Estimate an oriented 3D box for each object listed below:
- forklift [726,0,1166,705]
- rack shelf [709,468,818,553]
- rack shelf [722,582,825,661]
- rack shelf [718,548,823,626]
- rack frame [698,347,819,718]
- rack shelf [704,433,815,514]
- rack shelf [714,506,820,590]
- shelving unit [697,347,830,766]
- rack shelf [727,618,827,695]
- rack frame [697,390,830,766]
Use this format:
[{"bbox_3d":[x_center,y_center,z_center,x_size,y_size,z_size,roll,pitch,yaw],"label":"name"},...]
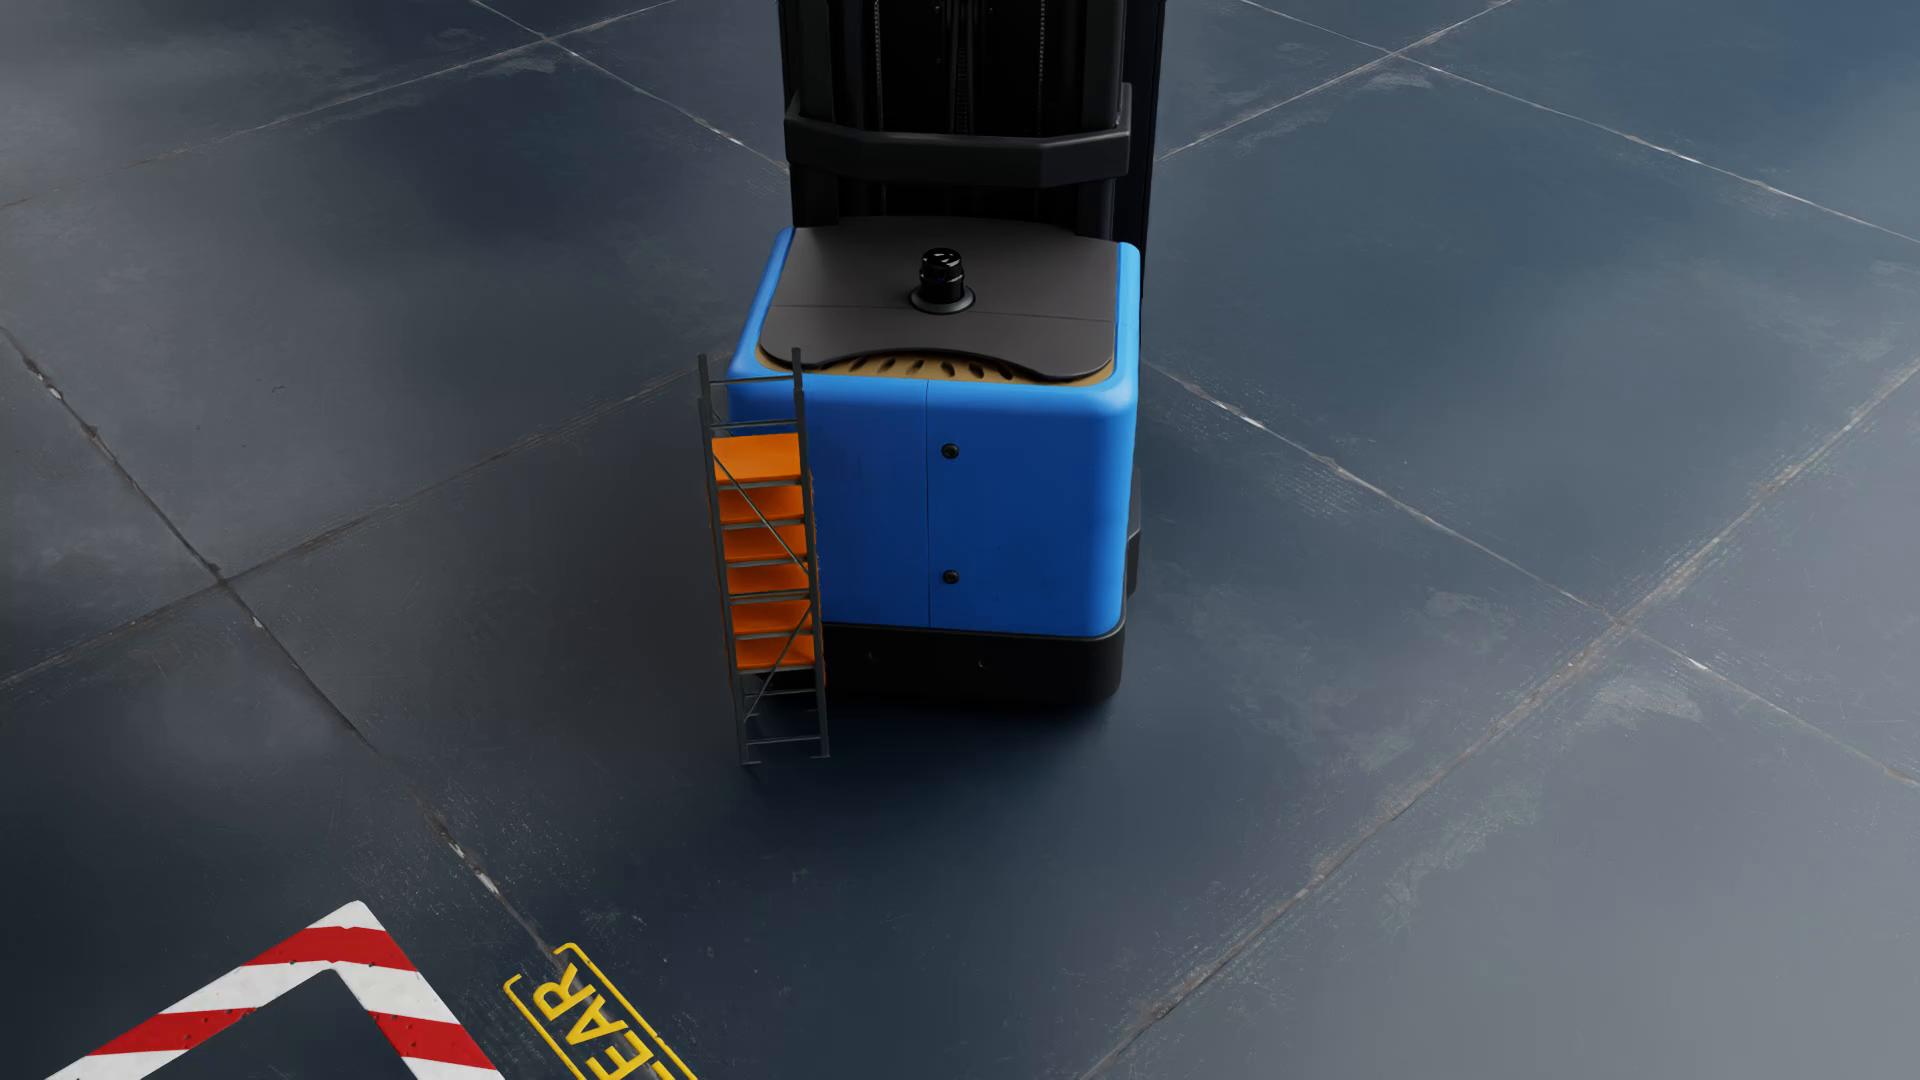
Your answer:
[{"bbox_3d":[0.054,-1.600,4.919,1.130,2.935,3.031,3,39,4],"label":"forklift"},{"bbox_3d":[-0.486,-0.074,4.096,0.258,0.103,0.180,-4,39,-5],"label":"rack shelf"},{"bbox_3d":[-0.486,0.206,4.323,0.258,0.103,0.180,-4,39,-5],"label":"rack shelf"},{"bbox_3d":[-0.486,0.113,4.247,0.258,0.103,0.180,-4,39,-5],"label":"rack shelf"},{"bbox_3d":[-0.497,0.021,4.290,0.240,1.200,0.006,-4,39,-5],"label":"rack frame"},{"bbox_3d":[-0.486,-0.167,4.021,0.258,0.103,0.180,-4,39,-5],"label":"rack shelf"},{"bbox_3d":[-0.486,0.019,4.172,0.258,0.103,0.180,-4,39,-5],"label":"rack shelf"},{"bbox_3d":[-0.486,0.078,4.219,0.258,1.200,0.189,-4,39,-5],"label":"shelving unit"},{"bbox_3d":[-0.486,0.299,4.398,0.258,0.103,0.180,-4,39,-5],"label":"rack shelf"},{"bbox_3d":[-0.475,0.135,4.149,0.240,1.200,0.006,-4,39,-5],"label":"rack frame"}]
